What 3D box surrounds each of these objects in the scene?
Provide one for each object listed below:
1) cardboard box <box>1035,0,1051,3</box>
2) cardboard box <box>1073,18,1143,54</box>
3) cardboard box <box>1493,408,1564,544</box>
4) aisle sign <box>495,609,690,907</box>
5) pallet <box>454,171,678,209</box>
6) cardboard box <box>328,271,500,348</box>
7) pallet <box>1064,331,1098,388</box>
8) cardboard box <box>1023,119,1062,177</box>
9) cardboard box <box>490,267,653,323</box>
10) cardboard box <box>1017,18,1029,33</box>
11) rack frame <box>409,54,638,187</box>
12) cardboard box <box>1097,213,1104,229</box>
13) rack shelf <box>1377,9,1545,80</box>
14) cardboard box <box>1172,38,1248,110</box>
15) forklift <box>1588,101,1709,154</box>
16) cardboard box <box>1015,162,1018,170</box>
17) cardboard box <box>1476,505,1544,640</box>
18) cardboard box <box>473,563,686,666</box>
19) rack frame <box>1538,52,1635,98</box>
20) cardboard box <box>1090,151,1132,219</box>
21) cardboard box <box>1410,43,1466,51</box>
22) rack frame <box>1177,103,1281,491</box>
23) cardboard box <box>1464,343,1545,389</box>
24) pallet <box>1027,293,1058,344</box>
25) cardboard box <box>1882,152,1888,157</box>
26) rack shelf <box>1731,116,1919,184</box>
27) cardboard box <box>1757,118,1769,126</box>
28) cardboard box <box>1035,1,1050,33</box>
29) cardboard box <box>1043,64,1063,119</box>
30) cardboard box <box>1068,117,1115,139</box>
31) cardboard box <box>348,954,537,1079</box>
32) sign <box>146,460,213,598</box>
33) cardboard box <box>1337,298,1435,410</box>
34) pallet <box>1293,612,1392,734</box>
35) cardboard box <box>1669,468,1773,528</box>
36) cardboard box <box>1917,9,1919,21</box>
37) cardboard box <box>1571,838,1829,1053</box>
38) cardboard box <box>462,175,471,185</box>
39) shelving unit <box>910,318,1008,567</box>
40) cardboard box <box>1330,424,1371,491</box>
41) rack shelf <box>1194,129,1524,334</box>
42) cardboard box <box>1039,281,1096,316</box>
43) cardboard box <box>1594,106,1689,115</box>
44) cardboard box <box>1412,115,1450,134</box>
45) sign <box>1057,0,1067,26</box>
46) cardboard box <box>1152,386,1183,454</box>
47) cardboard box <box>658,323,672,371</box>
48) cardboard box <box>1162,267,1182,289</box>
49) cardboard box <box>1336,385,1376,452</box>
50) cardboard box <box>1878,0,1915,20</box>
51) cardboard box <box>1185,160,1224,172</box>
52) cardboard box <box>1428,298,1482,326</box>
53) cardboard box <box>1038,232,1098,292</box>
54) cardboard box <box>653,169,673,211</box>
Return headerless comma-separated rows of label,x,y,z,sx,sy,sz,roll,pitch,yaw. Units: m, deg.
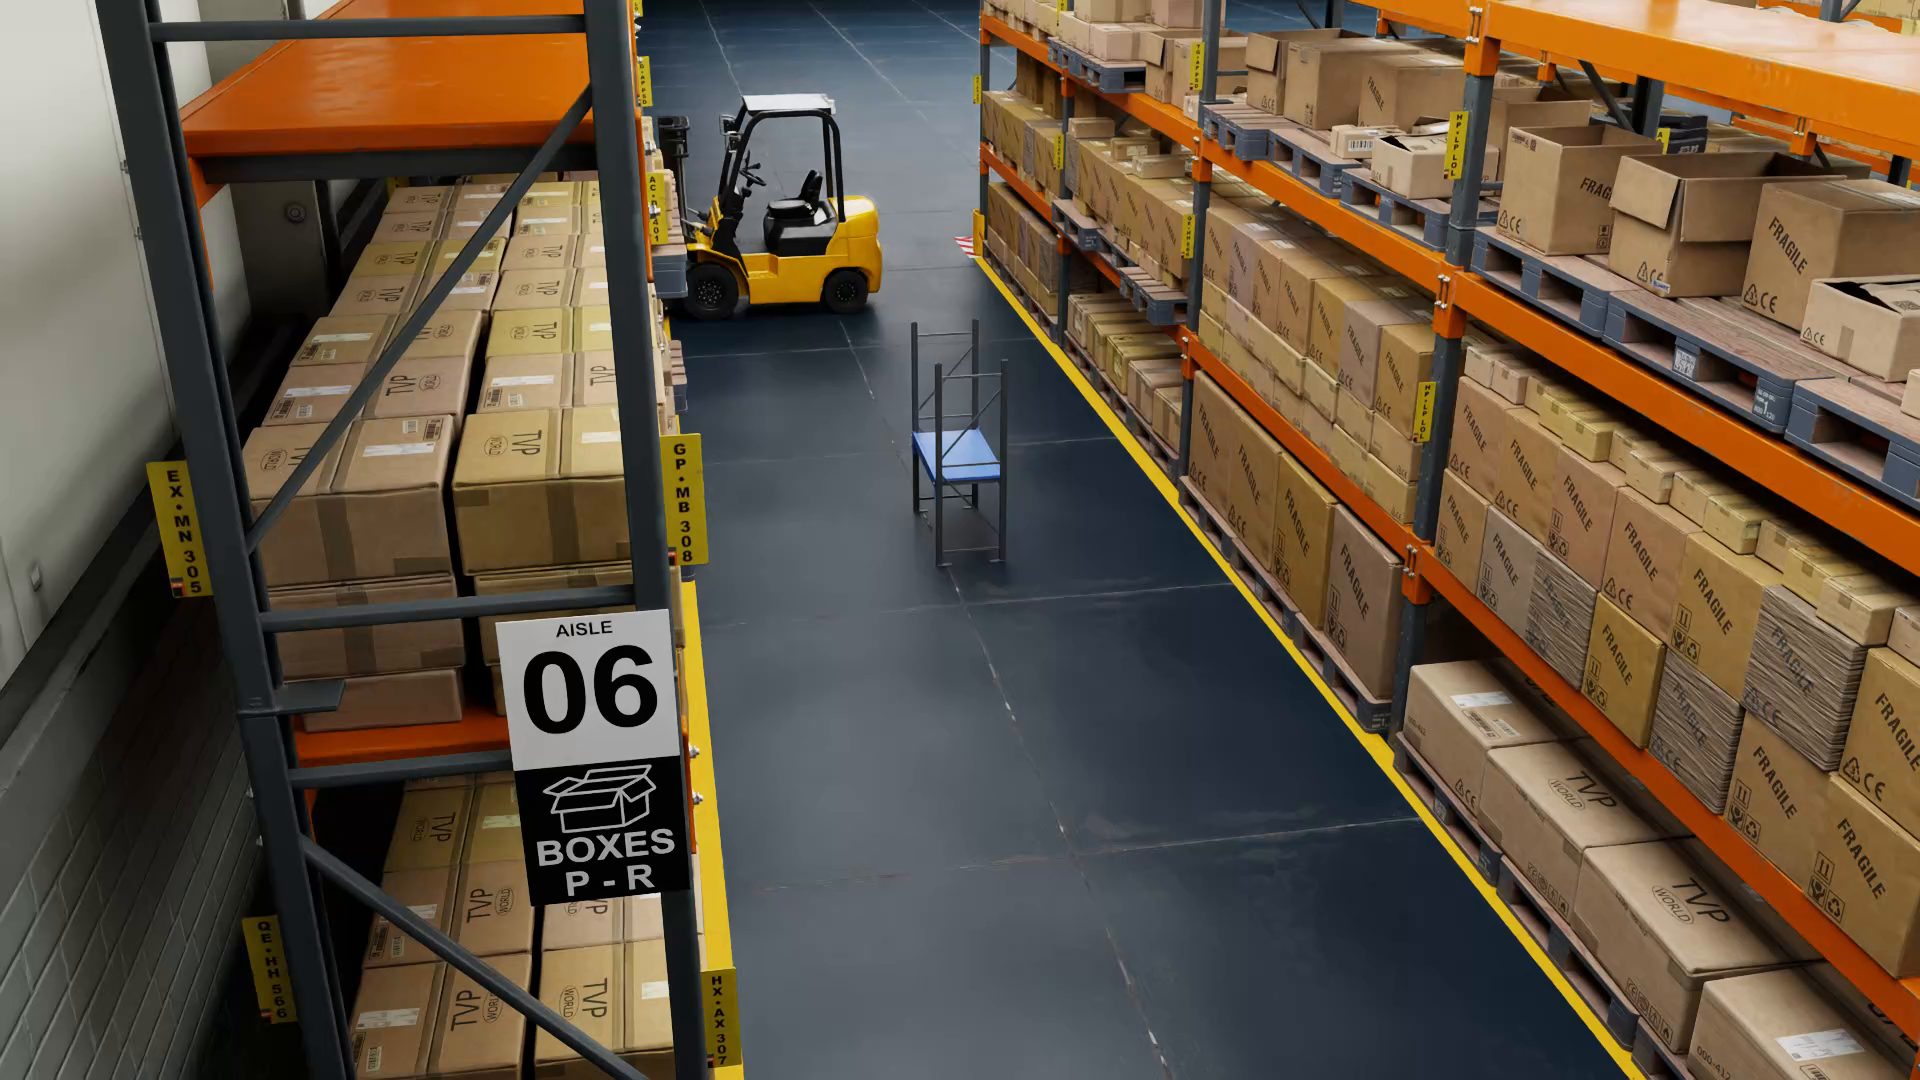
cardboard box,0.947,-5.396,16.427,0.380,0.149,0.250,-4,24,-8
cardboard box,1.289,-4.404,14.501,0.500,0.250,0.500,-5,24,-10
cardboard box,2.897,-0.318,7.855,0.500,0.500,0.500,-5,24,-10
aisle sign,-0.877,0.538,4.022,0.394,0.787,0.004,-4,24,-10
pallet,-2.164,-1.807,9.127,1.213,0.211,1.003,-4,24,-10
cardboard box,-1.802,-0.706,5.563,0.500,0.250,0.500,-4,24,-10
pallet,1.626,-1.781,16.063,1.003,0.211,1.213,-4,24,-10
cardboard box,0.951,-4.109,17.413,0.500,0.500,0.500,-4,24,-8
cardboard box,-1.299,-0.738,5.635,0.500,0.250,0.500,-4,24,-8
cardboard box,0.814,-5.434,17.511,0.380,0.149,0.250,-5,24,-11
rack frame,-1.918,-2.598,6.956,1.000,3.000,0.127,-4,24,-10
cardboard box,1.444,-2.892,14.913,0.380,0.149,0.250,-4,24,-9
rack shelf,5.957,-5.602,18.481,1.077,0.370,4.000,-4,24,-10
cardboard box,2.055,-3.585,12.838,0.700,0.500,0.500,-4,24,-10
forklift,5.458,-1.871,12.872,3.031,2.935,1.130,-11,26,-24
cardboard box,0.821,-4.163,18.348,0.380,0.149,0.250,-3,24,-8
cardboard box,2.878,0.139,8.060,0.500,0.500,0.500,-4,24,-9
cardboard box,-0.991,0.087,4.370,0.500,0.250,0.500,-5,24,-10
rack frame,6.326,-3.771,17.136,1.000,3.000,0.127,-4,24,-10
cardboard box,1.456,-3.141,14.673,0.500,0.500,0.500,-4,24,-10
cardboard box,5.810,-5.549,19.672,0.875,0.550,0.550,-4,24,-10
rack frame,2.220,-1.791,12.603,1.000,3.000,0.127,-4,24,-10
cardboard box,2.763,-0.876,8.323,0.380,0.149,0.250,-5,24,-11
pallet,1.321,-2.348,17.363,1.003,0.211,1.213,-4,24,-10
cardboard box,10.794,-4.446,18.995,0.380,0.149,0.250,-4,24,-10
rack shelf,10.850,-4.555,19.830,1.077,0.370,4.000,-4,24,-10
cardboard box,10.326,-5.327,21.012,0.380,0.149,0.250,-4,24,-10
cardboard box,1.040,-5.159,16.383,0.500,0.250,0.500,-5,24,-11
cardboard box,1.287,-4.794,17.734,0.700,0.500,0.500,-4,24,-10
cardboard box,1.220,-3.825,15.429,0.380,0.149,0.250,-4,24,-10
cardboard box,-1.524,1.495,4.894,0.500,0.250,0.500,-4,24,-8
sign,-1.727,-0.023,3.701,0.100,0.325,0.005,-4,24,-10
cardboard box,2.527,-1.082,9.605,0.500,0.500,0.500,-4,24,-9
pallet,2.743,0.762,10.241,1.003,0.211,1.213,-4,24,-10
cardboard box,3.116,-0.175,6.717,0.380,0.149,0.250,-4,24,-8
cardboard box,7.396,-3.829,12.439,0.396,0.266,0.258,-4,24,-10
cardboard box,3.302,1.726,7.228,0.875,0.438,0.875,-4,24,-8
cardboard box,-2.157,-1.692,7.921,0.380,0.149,0.250,-4,24,-9
shelving unit,-0.016,-0.721,12.027,0.538,1.500,1.048,-4,24,-10
cardboard box,2.536,-0.507,9.851,0.500,0.250,0.500,-5,24,-10
rack shelf,2.590,-2.049,10.346,1.077,0.370,4.000,-4,24,-10
cardboard box,1.107,-2.510,17.159,0.500,0.250,0.500,-3,24,-7
cardboard box,6.521,-3.878,16.007,0.700,0.500,0.500,-5,24,-11
cardboard box,2.966,-2.468,10.048,0.396,0.266,0.258,-2,24,-5
sign,0.949,-4.933,15.403,0.100,0.325,0.005,-4,24,-10
cardboard box,2.125,-1.002,13.556,0.950,0.372,0.625,-6,24,-13
cardboard box,-2.174,-1.034,10.216,0.797,0.503,0.637,-5,24,-11
cardboard box,1.807,-2.080,13.054,0.380,0.149,0.250,-4,24,-9
cardboard box,2.540,-0.730,9.736,0.500,0.250,0.500,-4,24,-8
cardboard box,10.693,-5.970,18.611,0.500,0.250,0.500,-4,24,-10
cardboard box,2.071,-2.970,14.281,0.500,0.500,0.500,-5,24,-12
cardboard box,3.040,-1.114,9.679,0.500,0.500,0.500,-4,24,-10
cardboard box,1.107,-2.853,17.009,0.500,0.500,0.500,-5,24,-10
cardboard box,-1.542,-1.633,7.786,0.380,0.149,0.250,-4,24,-8
